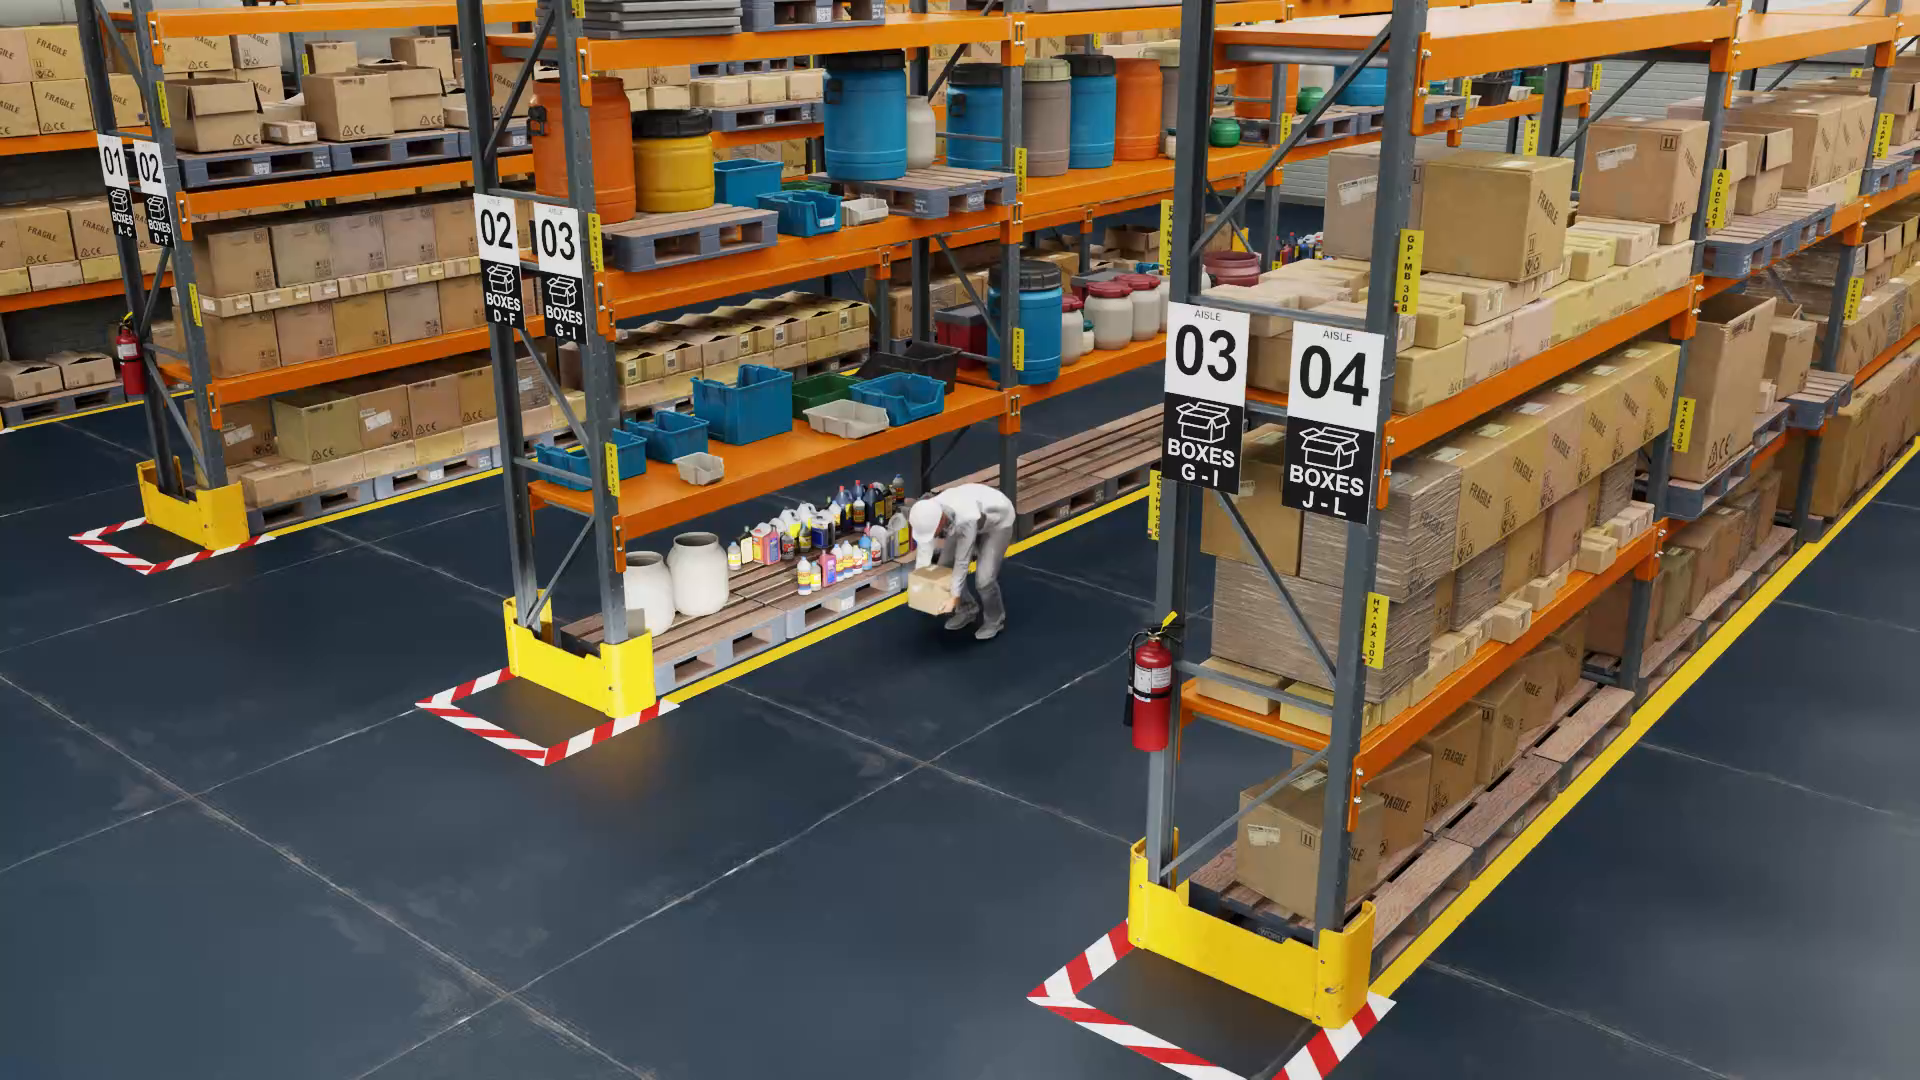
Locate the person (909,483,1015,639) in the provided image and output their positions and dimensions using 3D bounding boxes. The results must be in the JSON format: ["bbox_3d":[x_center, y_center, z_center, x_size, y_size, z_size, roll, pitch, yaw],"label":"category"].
[{"bbox_3d":[-0.013,0.163,11.525,0.496,1.132,0.992,14,24,34],"label":"person"}]
